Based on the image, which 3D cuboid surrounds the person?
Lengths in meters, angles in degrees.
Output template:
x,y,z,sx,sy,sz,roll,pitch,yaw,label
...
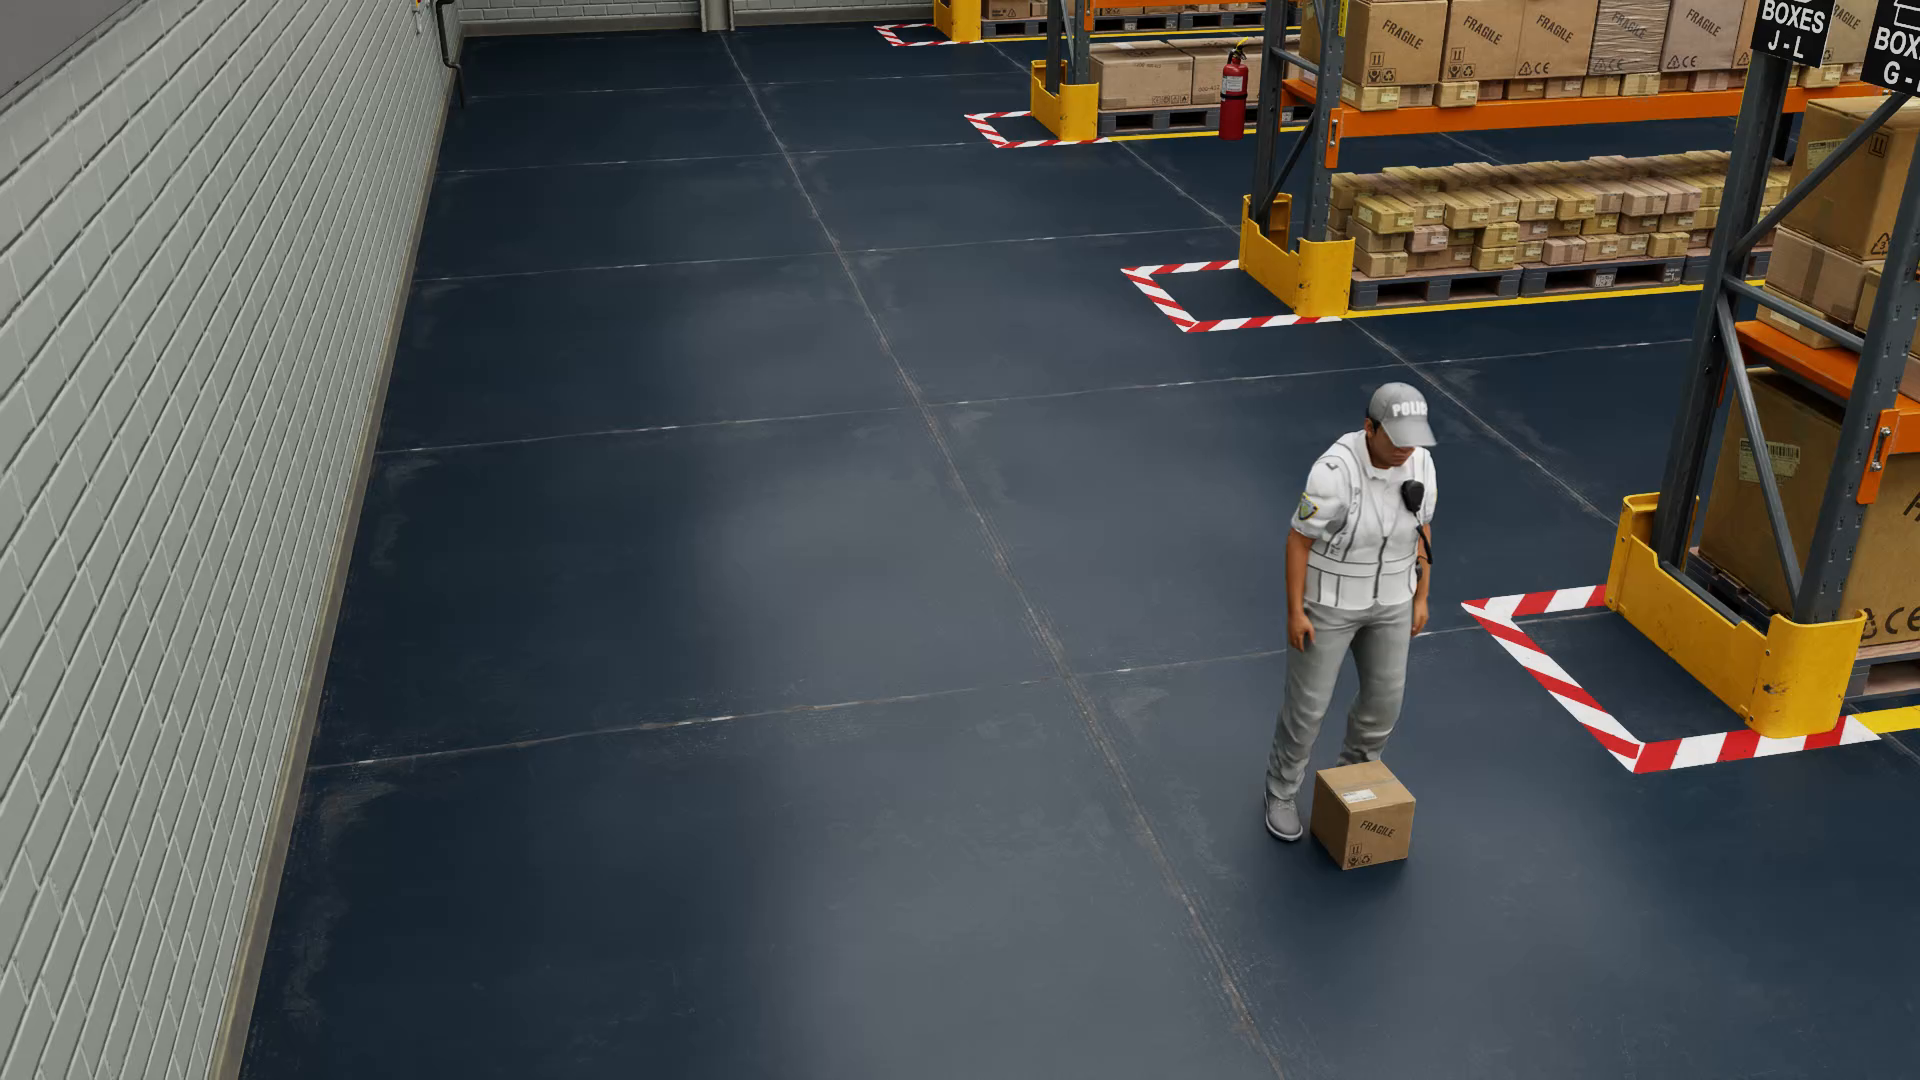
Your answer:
x,y,z,sx,sy,sz,roll,pitch,yaw,label
1.347,0.234,5.649,0.553,1.666,0.458,-7,28,-13,person
